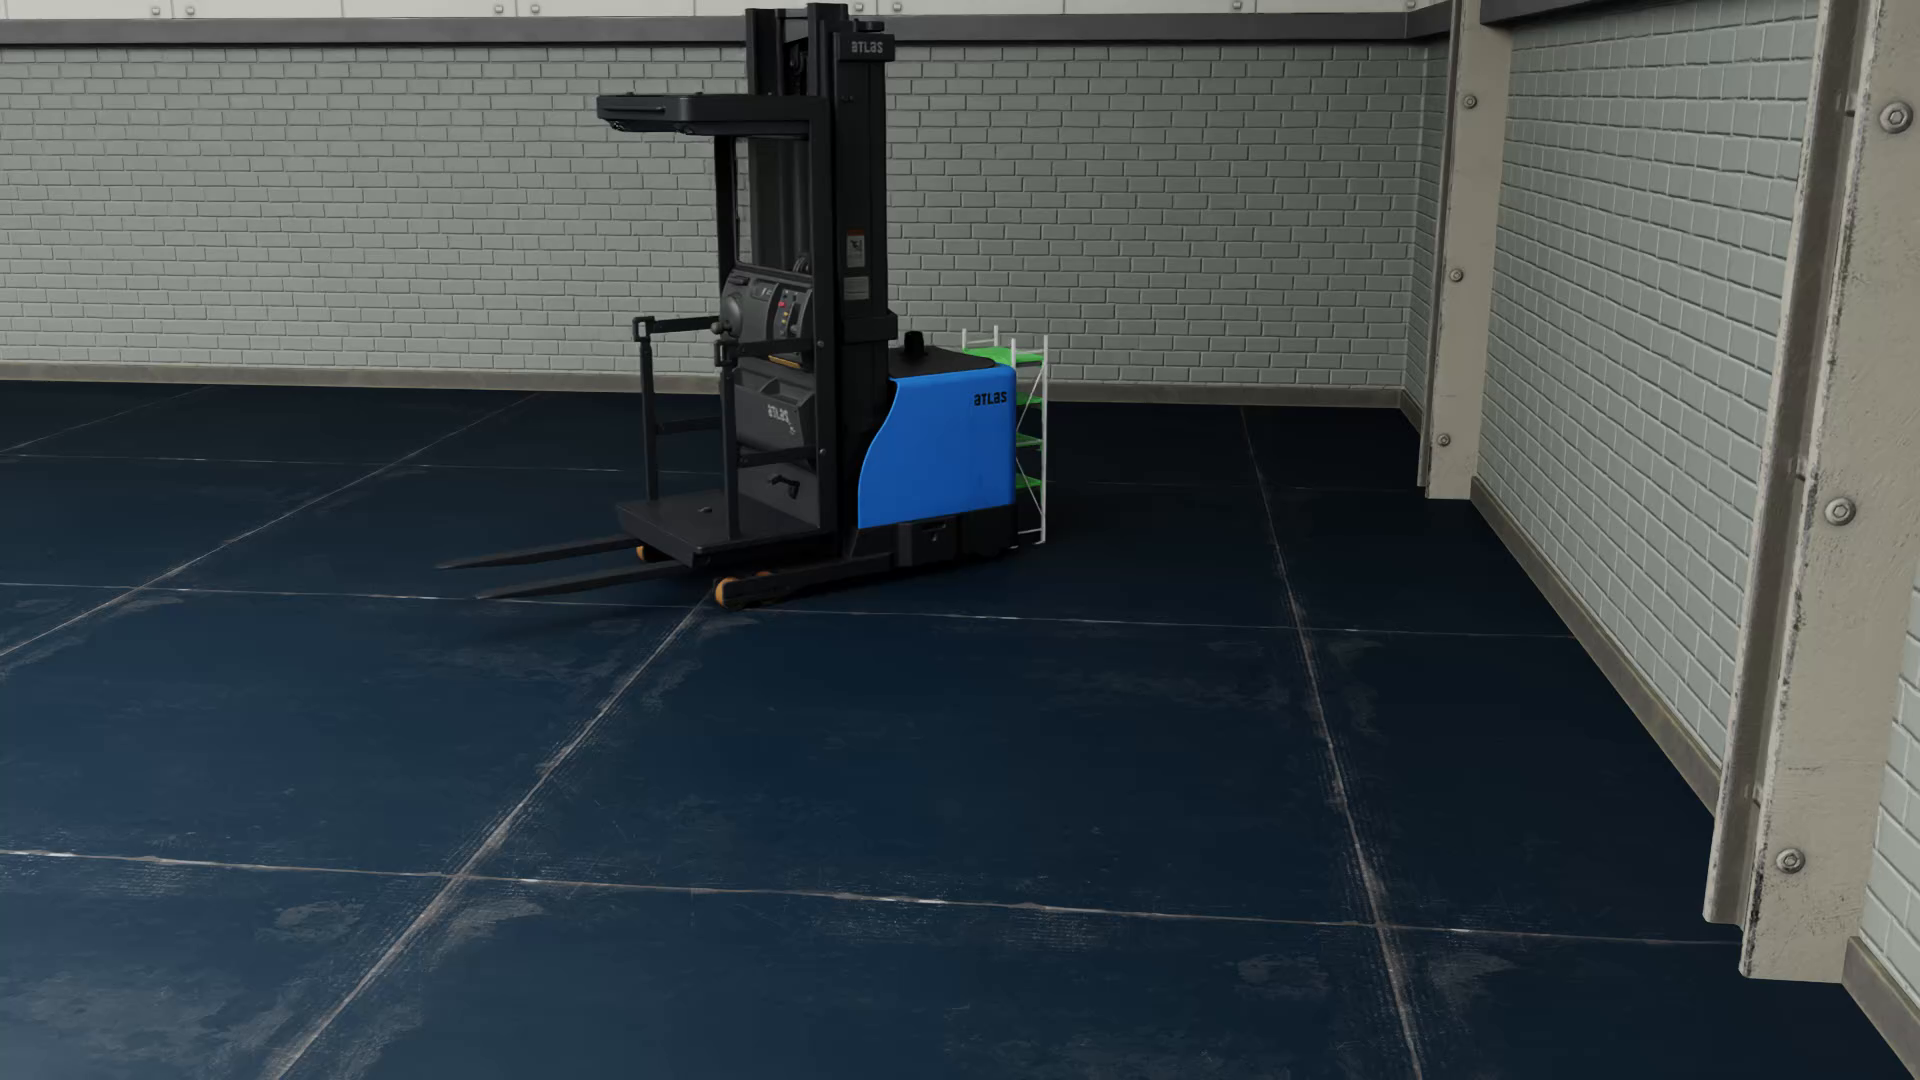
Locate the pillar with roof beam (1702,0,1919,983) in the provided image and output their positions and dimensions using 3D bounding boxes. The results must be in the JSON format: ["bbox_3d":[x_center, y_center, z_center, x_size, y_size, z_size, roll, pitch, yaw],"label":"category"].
[{"bbox_3d":[-1.792,-3.229,4.364,9.100,9.000,0.400,2,15,6],"label":"pillar with roof beam"}]

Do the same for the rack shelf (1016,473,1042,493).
[{"bbox_3d":[0.253,-0.308,9.666,0.258,0.148,0.480,-10,18,-32],"label":"rack shelf"}]

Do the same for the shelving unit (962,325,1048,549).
[{"bbox_3d":[0.253,-0.601,9.587,0.258,1.200,0.503,-10,18,-32],"label":"shelving unit"}]

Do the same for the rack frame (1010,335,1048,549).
[{"bbox_3d":[0.388,-0.548,9.391,0.240,1.200,0.015,-10,18,-32],"label":"rack frame"}]

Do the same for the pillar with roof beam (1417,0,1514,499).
[{"bbox_3d":[-1.115,-4.785,10.119,9.100,9.000,0.400,2,15,6],"label":"pillar with roof beam"}]

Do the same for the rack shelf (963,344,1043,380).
[{"bbox_3d":[0.253,-1.003,9.478,0.258,0.148,0.480,-10,18,-32],"label":"rack shelf"}]

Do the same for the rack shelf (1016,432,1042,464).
[{"bbox_3d":[0.253,-0.540,9.604,0.258,0.148,0.480,-10,18,-32],"label":"rack shelf"}]

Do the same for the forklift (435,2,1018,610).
[{"bbox_3d":[-1.185,-1.218,8.550,3.031,2.935,1.130,-10,18,-32],"label":"forklift"}]

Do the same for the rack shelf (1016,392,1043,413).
[{"bbox_3d":[0.253,-0.771,9.541,0.258,0.148,0.480,-10,18,-32],"label":"rack shelf"}]

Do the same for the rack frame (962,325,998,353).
[{"bbox_3d":[0.118,-0.654,9.783,0.240,1.200,0.015,-10,18,-32],"label":"rack frame"}]
